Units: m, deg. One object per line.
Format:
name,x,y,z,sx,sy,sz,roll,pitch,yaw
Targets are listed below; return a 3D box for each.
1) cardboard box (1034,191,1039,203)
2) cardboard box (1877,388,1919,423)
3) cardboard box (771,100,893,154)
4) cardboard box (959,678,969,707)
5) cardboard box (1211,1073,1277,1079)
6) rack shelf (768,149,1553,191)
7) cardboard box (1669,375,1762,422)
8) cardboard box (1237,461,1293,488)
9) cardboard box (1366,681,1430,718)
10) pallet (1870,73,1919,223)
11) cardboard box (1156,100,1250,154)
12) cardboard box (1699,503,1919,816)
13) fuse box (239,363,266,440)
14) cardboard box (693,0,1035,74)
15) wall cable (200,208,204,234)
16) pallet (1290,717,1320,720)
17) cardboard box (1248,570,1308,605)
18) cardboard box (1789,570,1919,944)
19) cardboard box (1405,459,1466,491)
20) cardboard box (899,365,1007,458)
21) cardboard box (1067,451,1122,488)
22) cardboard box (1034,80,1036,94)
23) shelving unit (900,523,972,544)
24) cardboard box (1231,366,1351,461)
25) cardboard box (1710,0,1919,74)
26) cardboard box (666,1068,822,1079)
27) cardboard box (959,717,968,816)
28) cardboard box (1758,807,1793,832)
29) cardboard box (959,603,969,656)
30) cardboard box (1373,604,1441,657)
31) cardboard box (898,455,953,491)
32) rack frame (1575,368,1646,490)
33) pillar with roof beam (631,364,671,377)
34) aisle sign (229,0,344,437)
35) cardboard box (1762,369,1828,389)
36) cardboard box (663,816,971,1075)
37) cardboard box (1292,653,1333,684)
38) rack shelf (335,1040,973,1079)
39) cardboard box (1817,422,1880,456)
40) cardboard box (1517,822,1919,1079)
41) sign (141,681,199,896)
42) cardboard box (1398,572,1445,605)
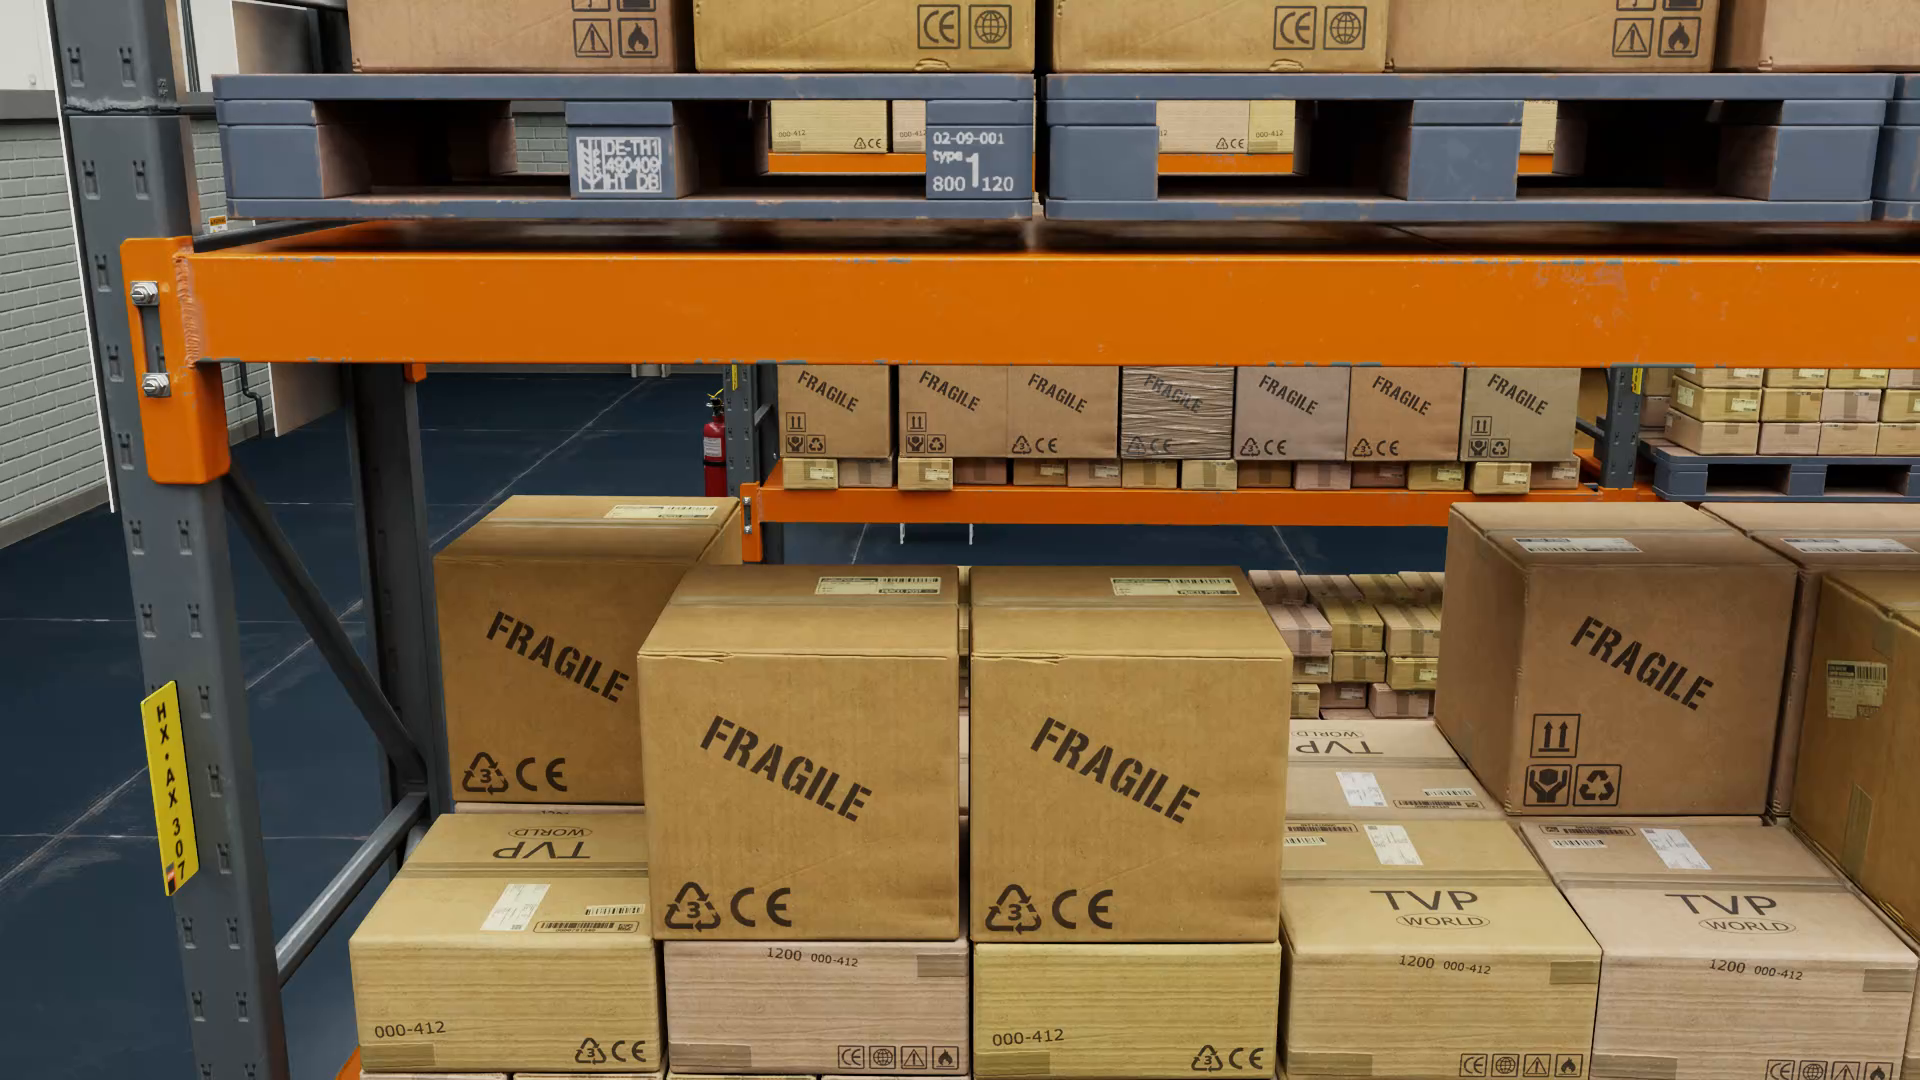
cardboard box,0.673,-2.580,12.312,0.250,0.149,0.380,1,15,2
cardboard box,4.161,-0.632,7.442,0.250,0.149,0.380,0,15,-1
cardboard box,-0.555,-1.867,7.449,0.500,0.250,0.500,1,15,3
cardboard box,0.031,0.684,8.132,0.250,0.149,0.380,1,15,2
cardboard box,0.407,0.923,2.954,0.250,0.149,0.380,0,15,1
rack shelf,1.003,-1.646,7.730,4.000,0.370,1.077,0,15,1
cardboard box,3.384,-0.636,7.458,0.250,0.149,0.380,1,15,2
cardboard box,1.402,-0.360,7.816,0.250,0.149,0.380,0,15,1
cardboard box,2.078,0.721,7.994,0.250,0.149,0.380,0,15,0
pallet,1.957,-0.682,2.839,1.213,0.211,1.003,0,15,1
cardboard box,1.003,-1.856,7.408,0.500,0.250,0.500,0,15,1
cardboard box,1.810,0.226,3.344,0.500,0.500,0.500,0,15,1
fuse box,-6.409,-1.762,15.166,0.414,1.711,0.539,0,15,1
cardboard box,-0.144,-1.019,2.726,0.500,0.500,0.700,0,15,-1
wall cable,-6.584,-2.704,14.216,0.122,1.984,0.588,0,15,1
pallet,1.107,0.815,8.337,1.213,0.211,1.003,0,15,1
cardboard box,1.621,0.277,8.507,0.250,0.149,0.380,1,15,3
cardboard box,1.807,0.360,2.835,0.500,0.500,0.500,1,15,2
cardboard box,2.184,-0.342,7.750,0.250,0.149,0.380,1,15,4
cardboard box,-0.019,-0.679,7.753,0.500,0.500,0.500,0,15,2
cardboard box,0.621,-0.360,7.815,0.250,0.149,0.380,0,15,0
cardboard box,0.462,-2.098,7.345,0.500,0.250,0.500,1,15,2
shelving unit,-0.165,-0.581,11.691,0.503,1.200,0.258,0,15,1
cardboard box,1.495,-0.661,7.688,0.500,0.500,0.500,0,15,1
cardboard box,1.453,-1.011,2.697,0.500,0.500,0.700,1,15,4
cardboard box,-0.366,0.918,2.972,0.250,0.149,0.380,0,15,0
cardboard box,-0.226,0.575,3.491,0.500,0.250,0.500,0,15,0
cardboard box,1.814,0.588,3.443,0.500,0.250,0.500,0,15,1
cardboard box,0.046,0.426,7.943,0.250,0.149,0.380,0,15,1
cardboard box,2.134,0.430,7.931,0.250,0.149,0.380,0,15,1
cardboard box,-0.158,-0.343,7.753,0.250,0.149,0.380,0,15,0
rack frame,3.002,-0.531,7.972,0.127,3.000,1.000,0,15,1
pillar with roof beam,-3.631,-5.136,13.667,0.400,9.000,9.100,0,15,1
aisle sign,-1.289,-0.627,3.239,0.004,0.787,0.394,0,15,1
cardboard box,3.663,-0.780,7.419,0.250,0.149,0.380,1,15,3
cardboard box,-0.232,0.710,2.981,0.500,0.250,0.500,0,15,1
cardboard box,1.636,0.561,8.017,0.250,0.149,0.380,1,15,3
rack shelf,0.775,1.068,3.321,4.000,0.370,1.077,0,15,1
cardboard box,3.911,-0.490,7.485,0.250,0.149,0.380,0,15,2
cardboard box,1.298,0.720,2.941,0.500,0.250,0.500,1,15,3
sign,-1.245,0.392,2.622,0.005,0.325,0.100,0,15,1
cardboard box,2.389,0.285,8.479,0.250,0.149,0.380,1,15,4
